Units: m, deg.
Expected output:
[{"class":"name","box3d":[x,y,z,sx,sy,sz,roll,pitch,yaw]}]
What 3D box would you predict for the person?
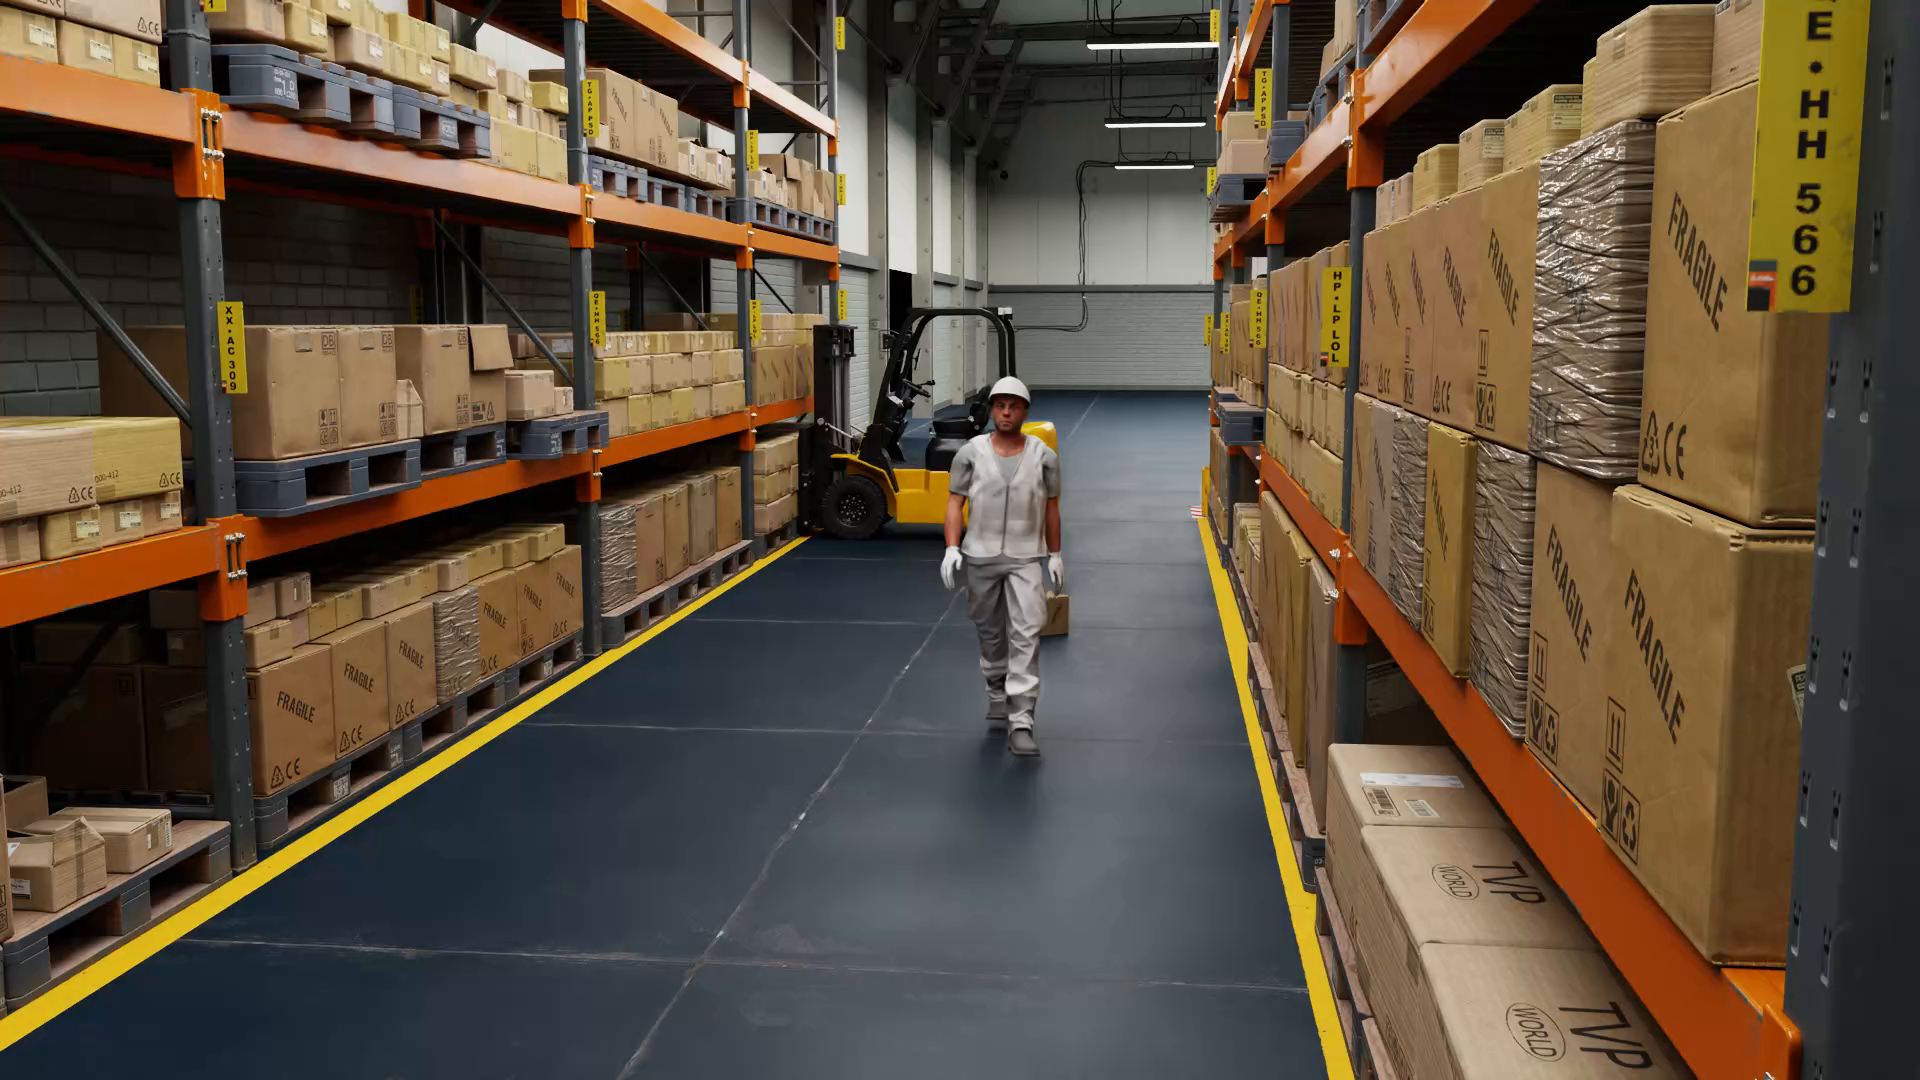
[{"class":"person","box3d":[0.209,0.097,7.899,0.588,1.734,1.019,0,8,4]}]
